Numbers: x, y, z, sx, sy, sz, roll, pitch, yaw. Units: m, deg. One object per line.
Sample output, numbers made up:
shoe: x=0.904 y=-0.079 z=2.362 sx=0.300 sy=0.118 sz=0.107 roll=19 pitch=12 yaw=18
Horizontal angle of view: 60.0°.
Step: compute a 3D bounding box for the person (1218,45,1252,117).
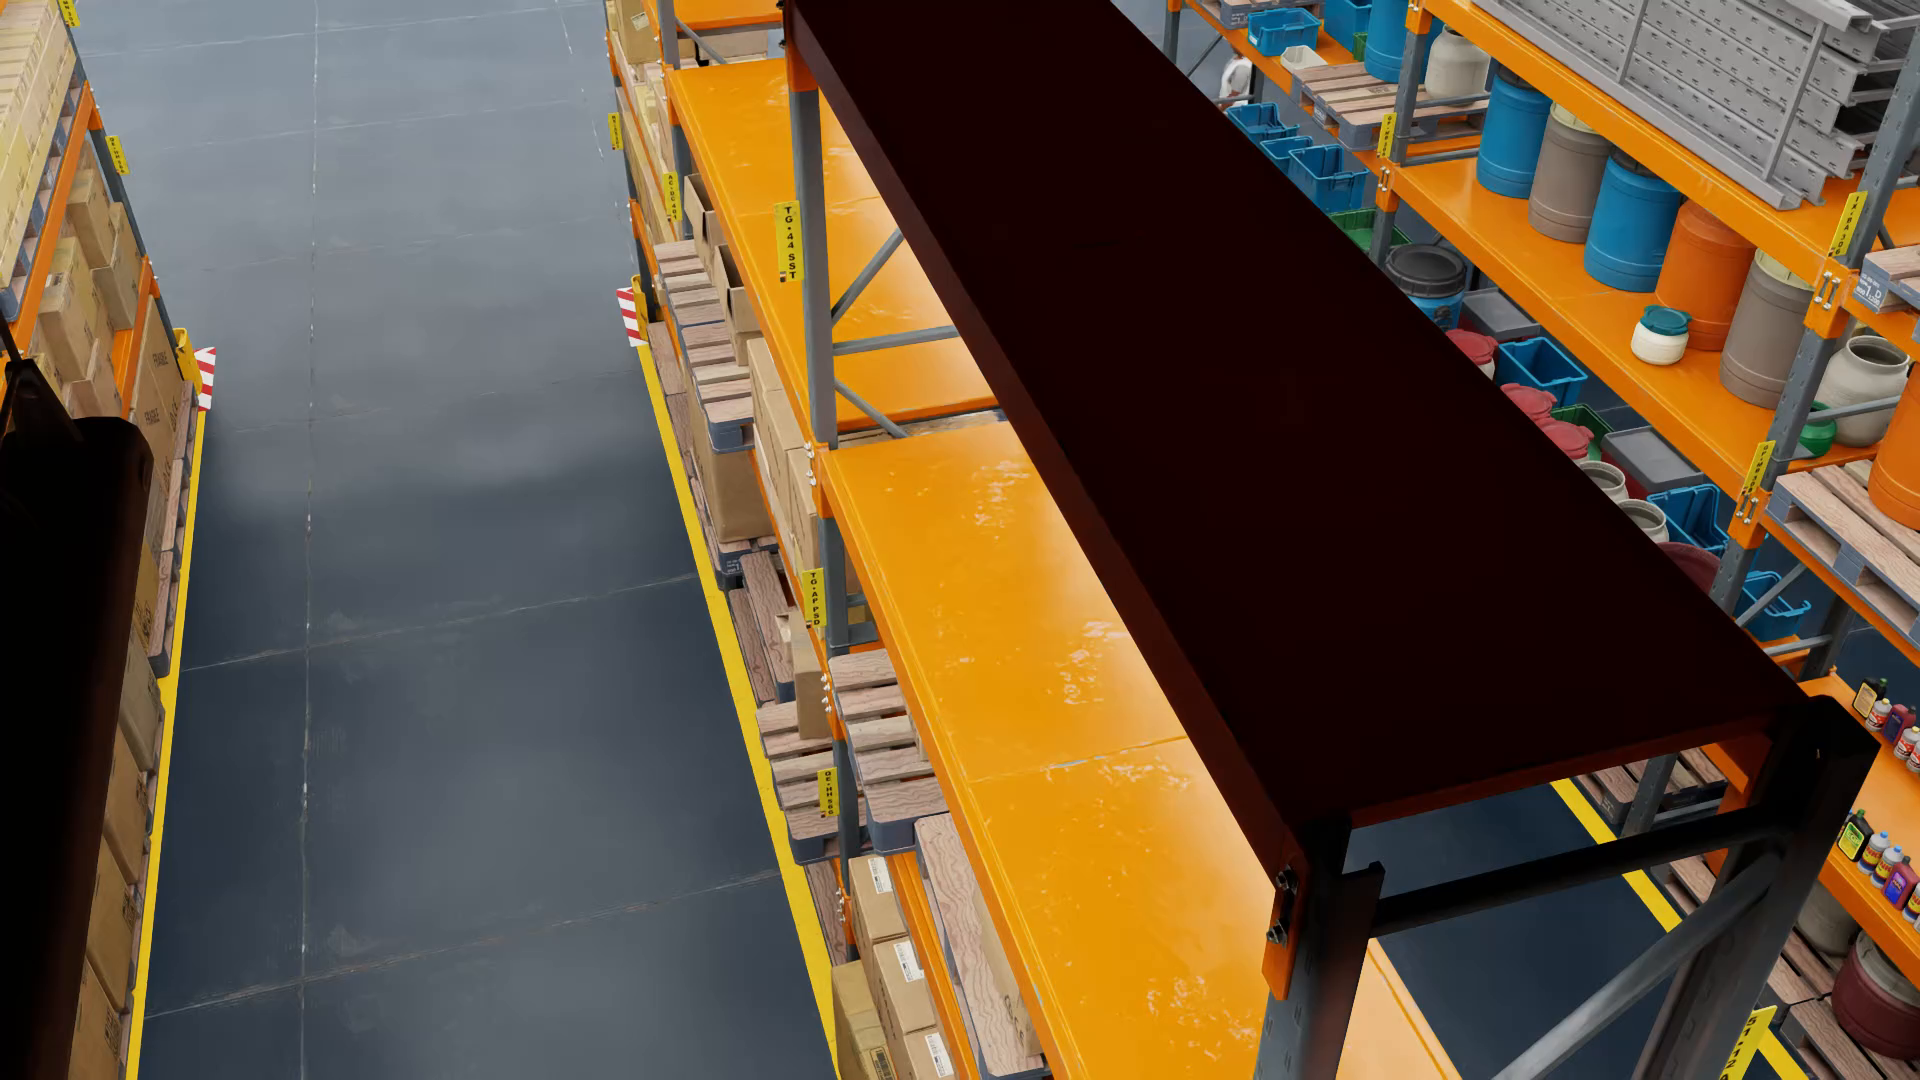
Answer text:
person: x=2.687 y=-4.367 z=16.937 sx=0.574 sy=1.826 sz=0.570 roll=6 pitch=39 yaw=8
